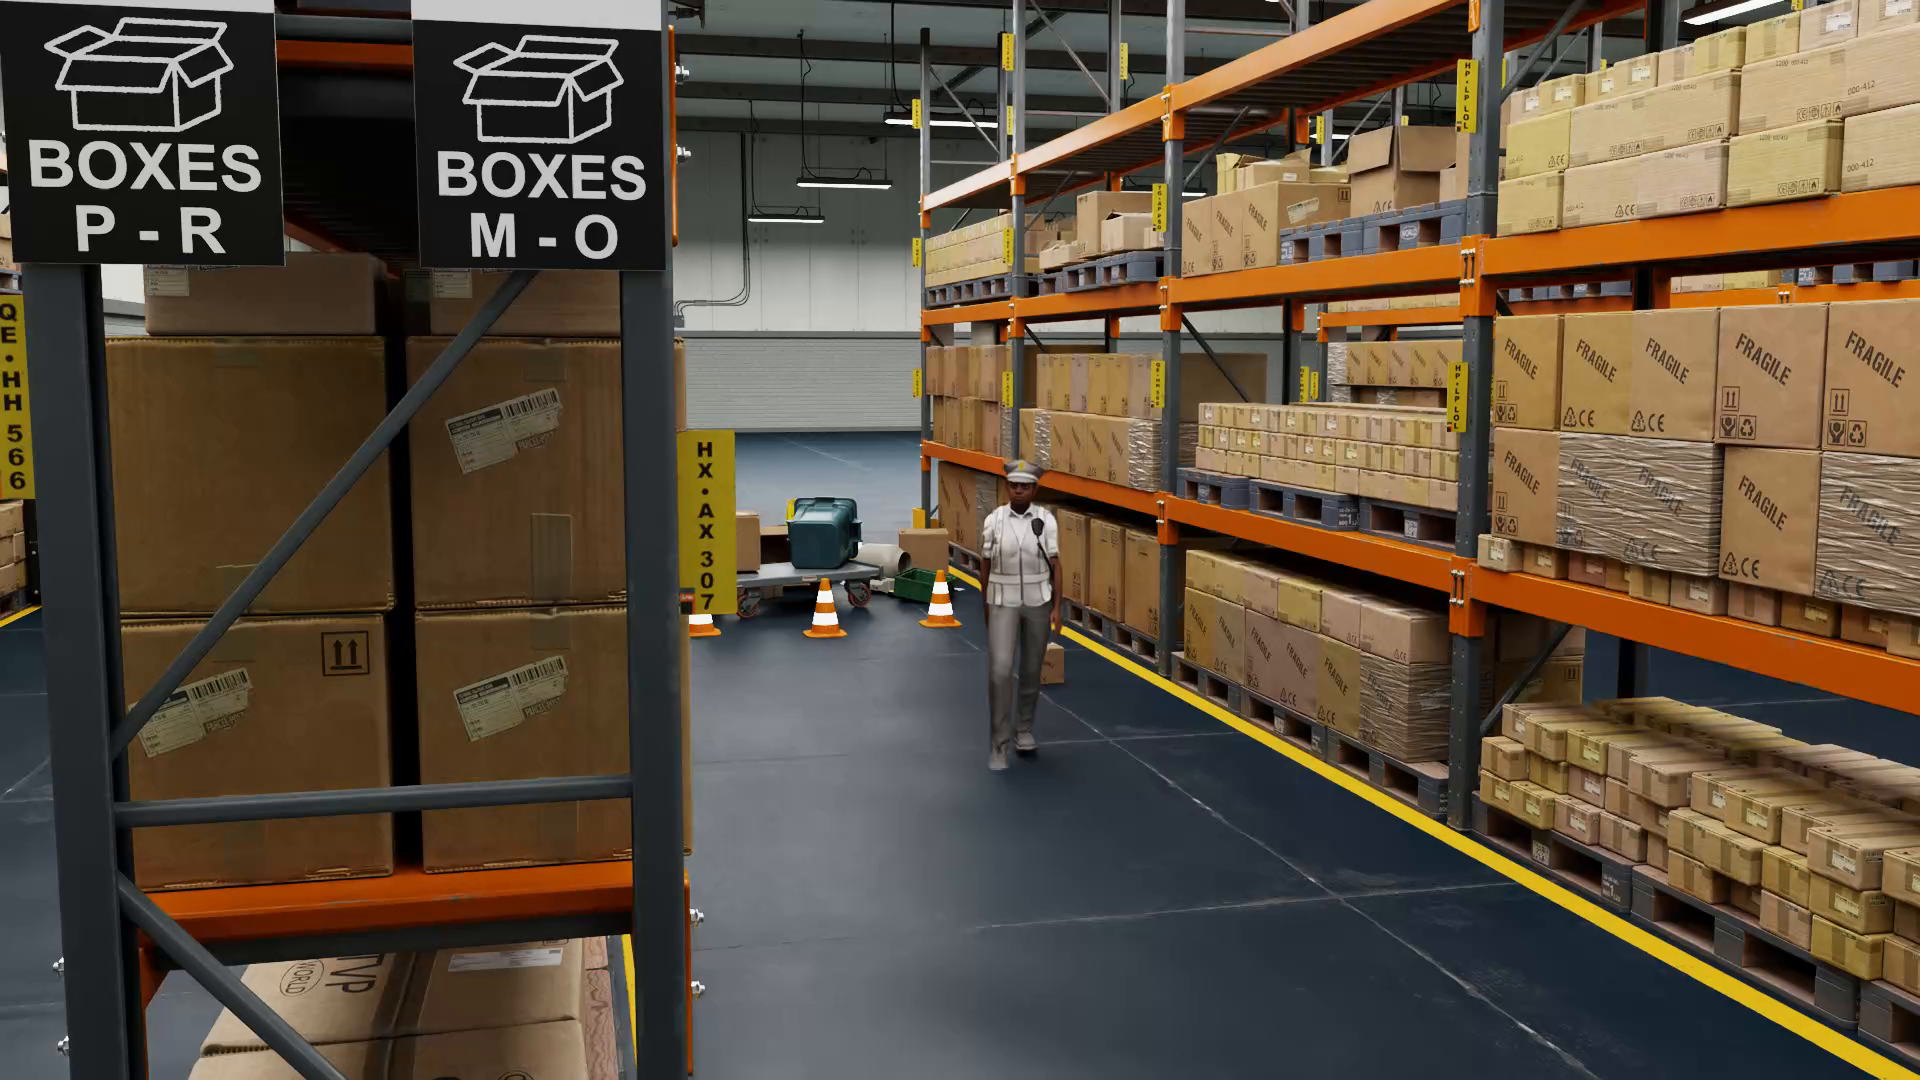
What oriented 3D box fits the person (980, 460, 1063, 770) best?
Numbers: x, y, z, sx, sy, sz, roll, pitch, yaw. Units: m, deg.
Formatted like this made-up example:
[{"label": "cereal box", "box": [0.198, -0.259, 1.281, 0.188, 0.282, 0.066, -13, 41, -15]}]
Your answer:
[{"label": "person", "box": [0.347, 0.428, 9.360, 0.454, 1.768, 0.593, 0, 6, -2]}]
